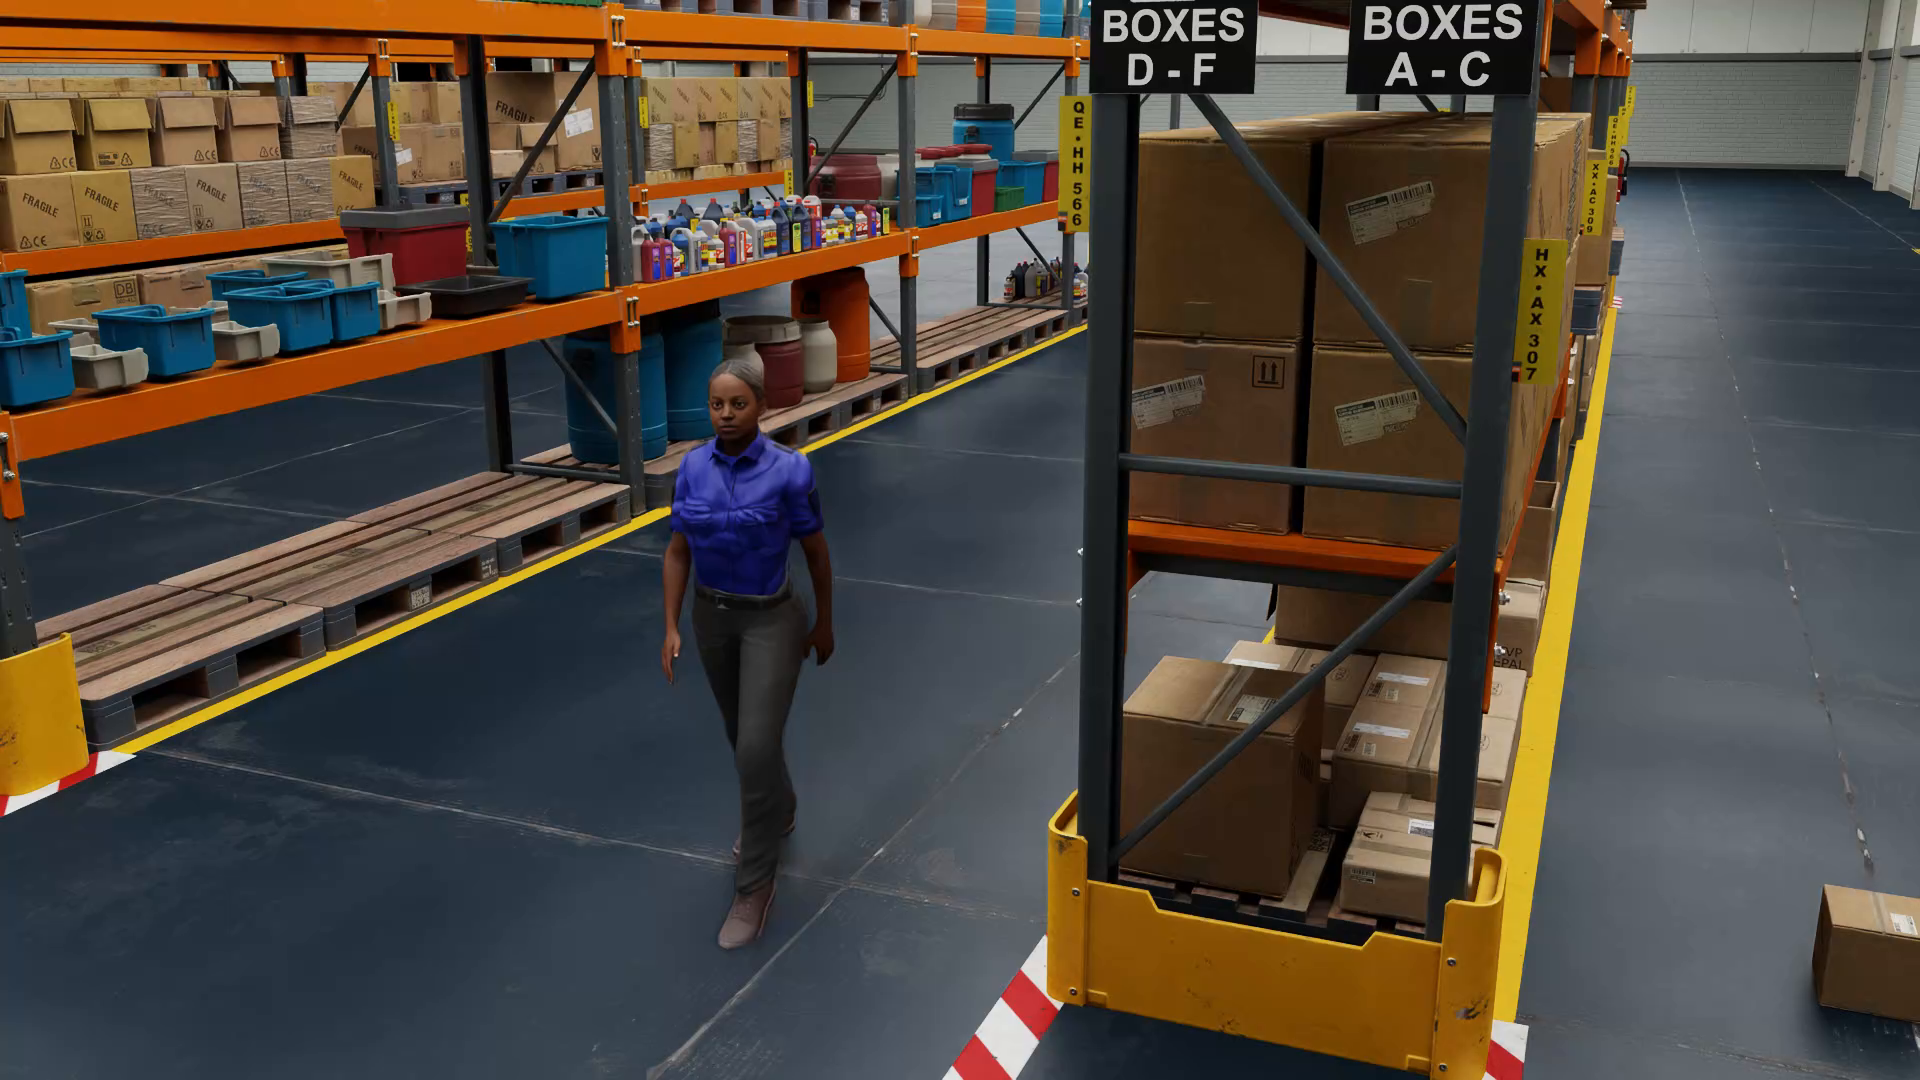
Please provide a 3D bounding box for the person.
[{"bbox_3d":[-0.652,0.307,4.990,0.449,1.700,0.730,6,17,20],"label":"person"}]
